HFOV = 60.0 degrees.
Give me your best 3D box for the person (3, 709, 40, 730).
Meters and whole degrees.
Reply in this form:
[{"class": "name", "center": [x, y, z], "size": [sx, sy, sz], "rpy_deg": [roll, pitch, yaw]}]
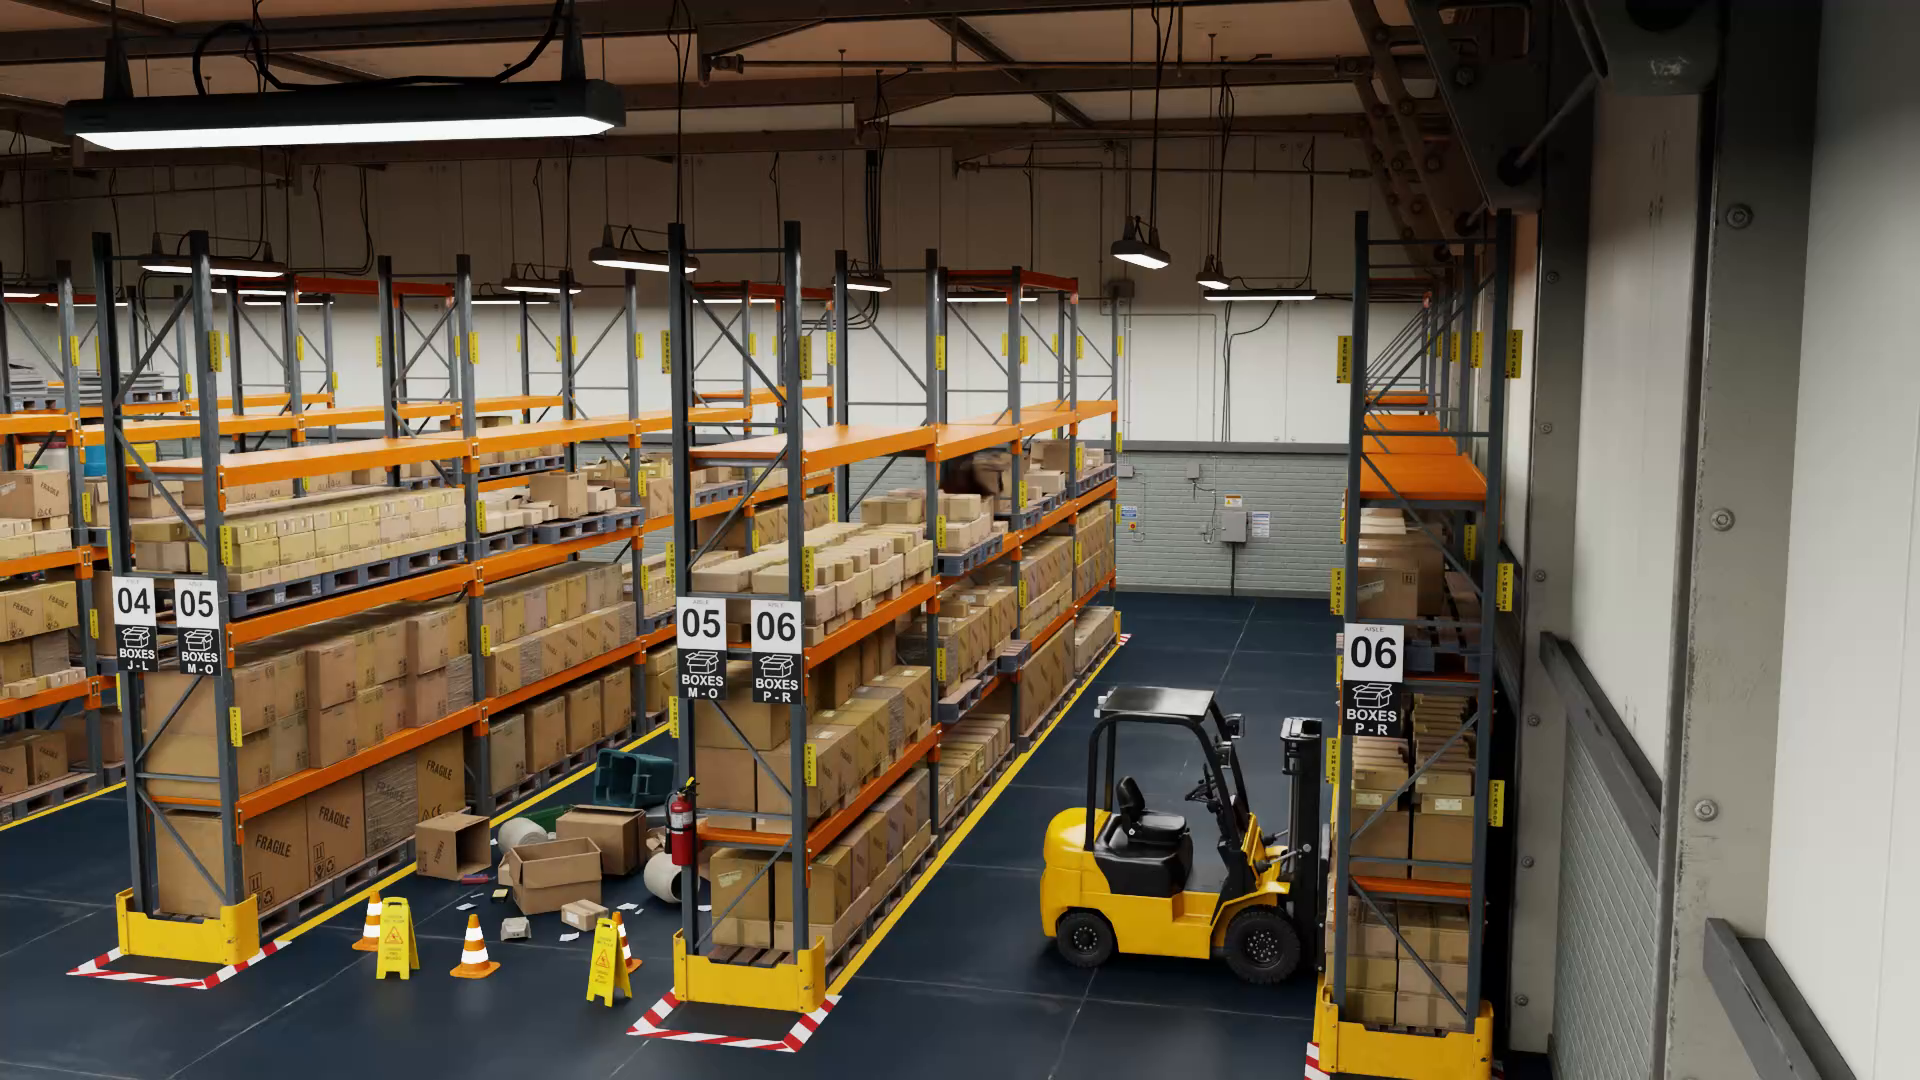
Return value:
[{"class": "person", "center": [-12.496, 1.656, 21.981], "size": [0.583, 1.746, 0.610], "rpy_deg": [7, 10, 44]}]
